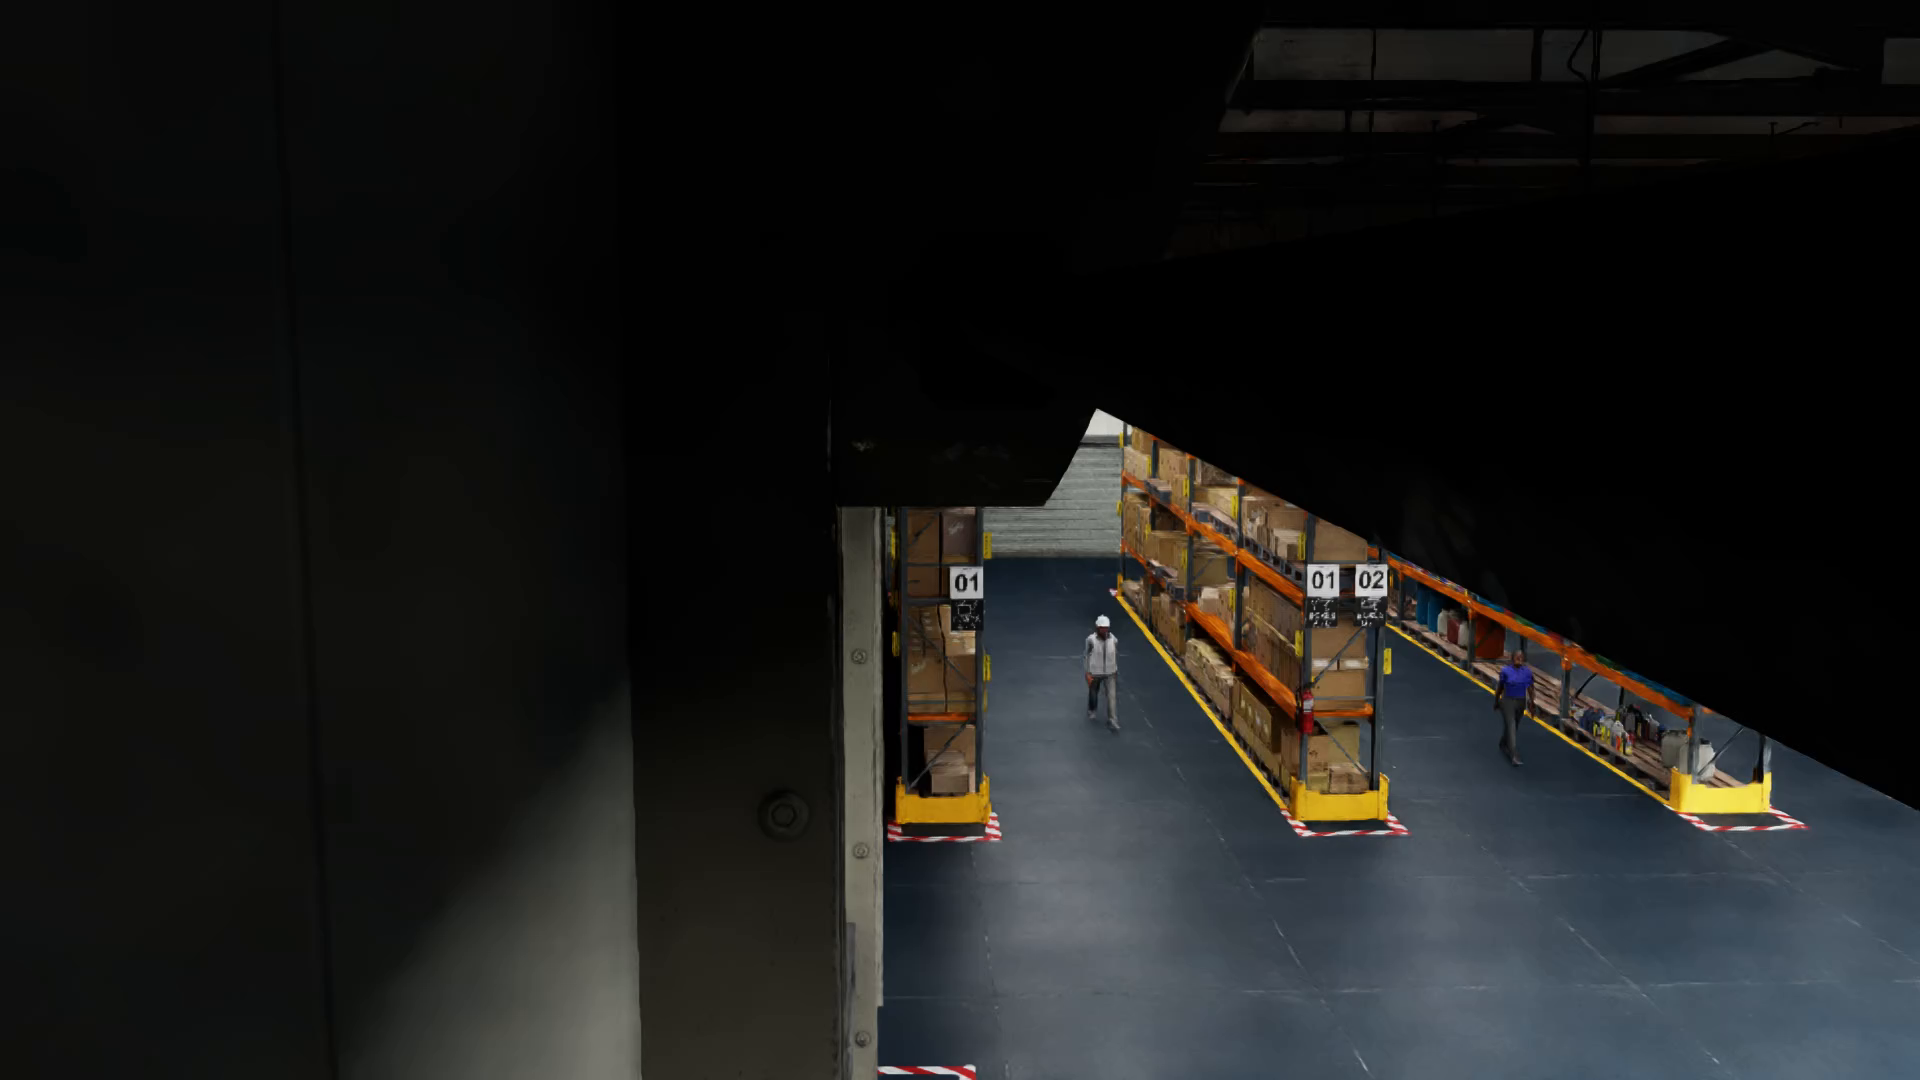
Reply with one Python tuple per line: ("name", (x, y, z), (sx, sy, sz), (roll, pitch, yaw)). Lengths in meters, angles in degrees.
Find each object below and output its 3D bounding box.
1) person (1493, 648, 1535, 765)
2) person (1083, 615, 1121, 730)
("person", (7.754, 2.291, 23.215), (0.463, 1.583, 0.998), (0, 8, -3))
("person", (2.128, 1.964, 25.054), (0.546, 1.693, 1.106), (-1, 8, -5))
